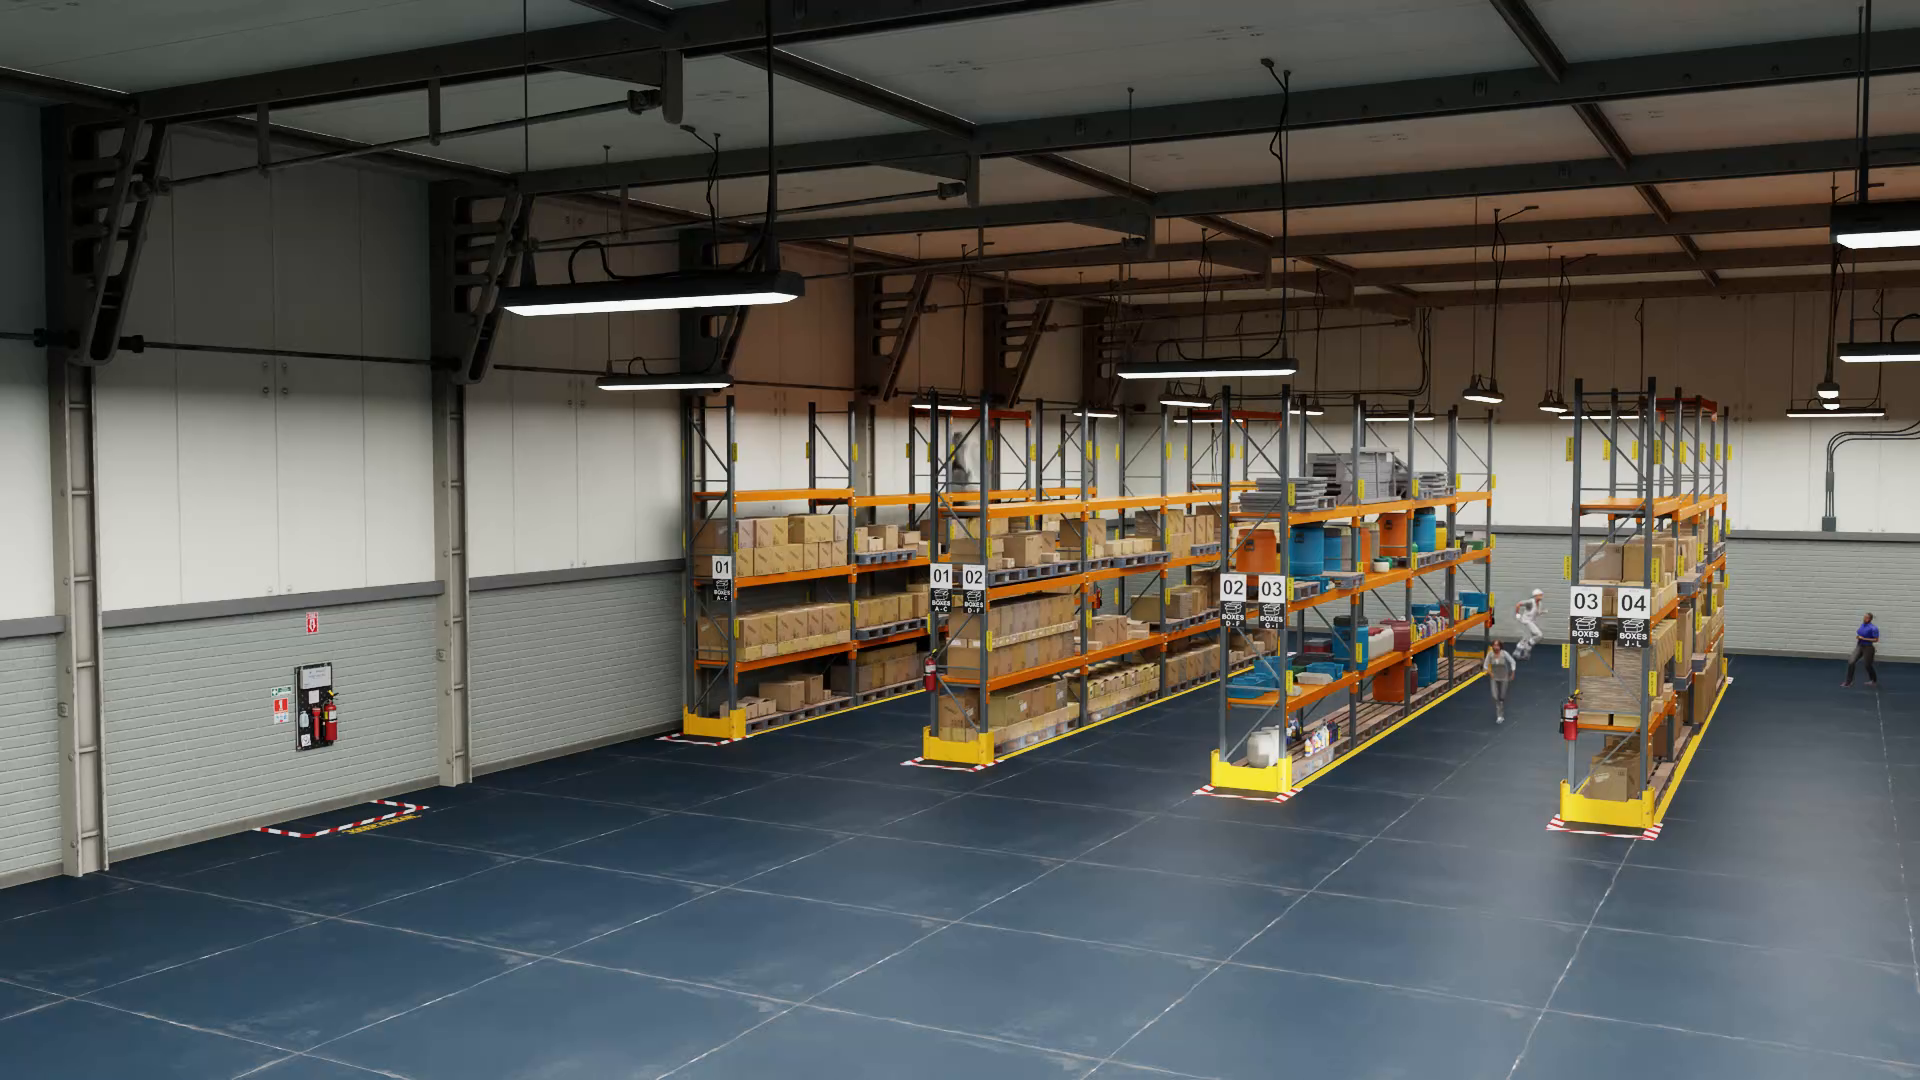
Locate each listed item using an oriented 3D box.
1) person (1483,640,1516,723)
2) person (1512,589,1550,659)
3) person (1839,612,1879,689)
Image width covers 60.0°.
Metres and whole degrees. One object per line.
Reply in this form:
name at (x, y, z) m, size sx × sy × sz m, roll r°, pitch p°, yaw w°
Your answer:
person at (10.036, 2.619, 30.955) m, size 0.576 × 1.556 × 0.652 m, roll 1°, pitch 3°, yaw 22°
person at (13.705, 2.023, 39.924) m, size 0.880 × 1.700 × 0.643 m, roll 3°, pitch 4°, yaw 42°
person at (19.151, 2.340, 35.127) m, size 0.848 × 1.656 × 0.639 m, roll -1°, pitch 3°, yaw -22°
